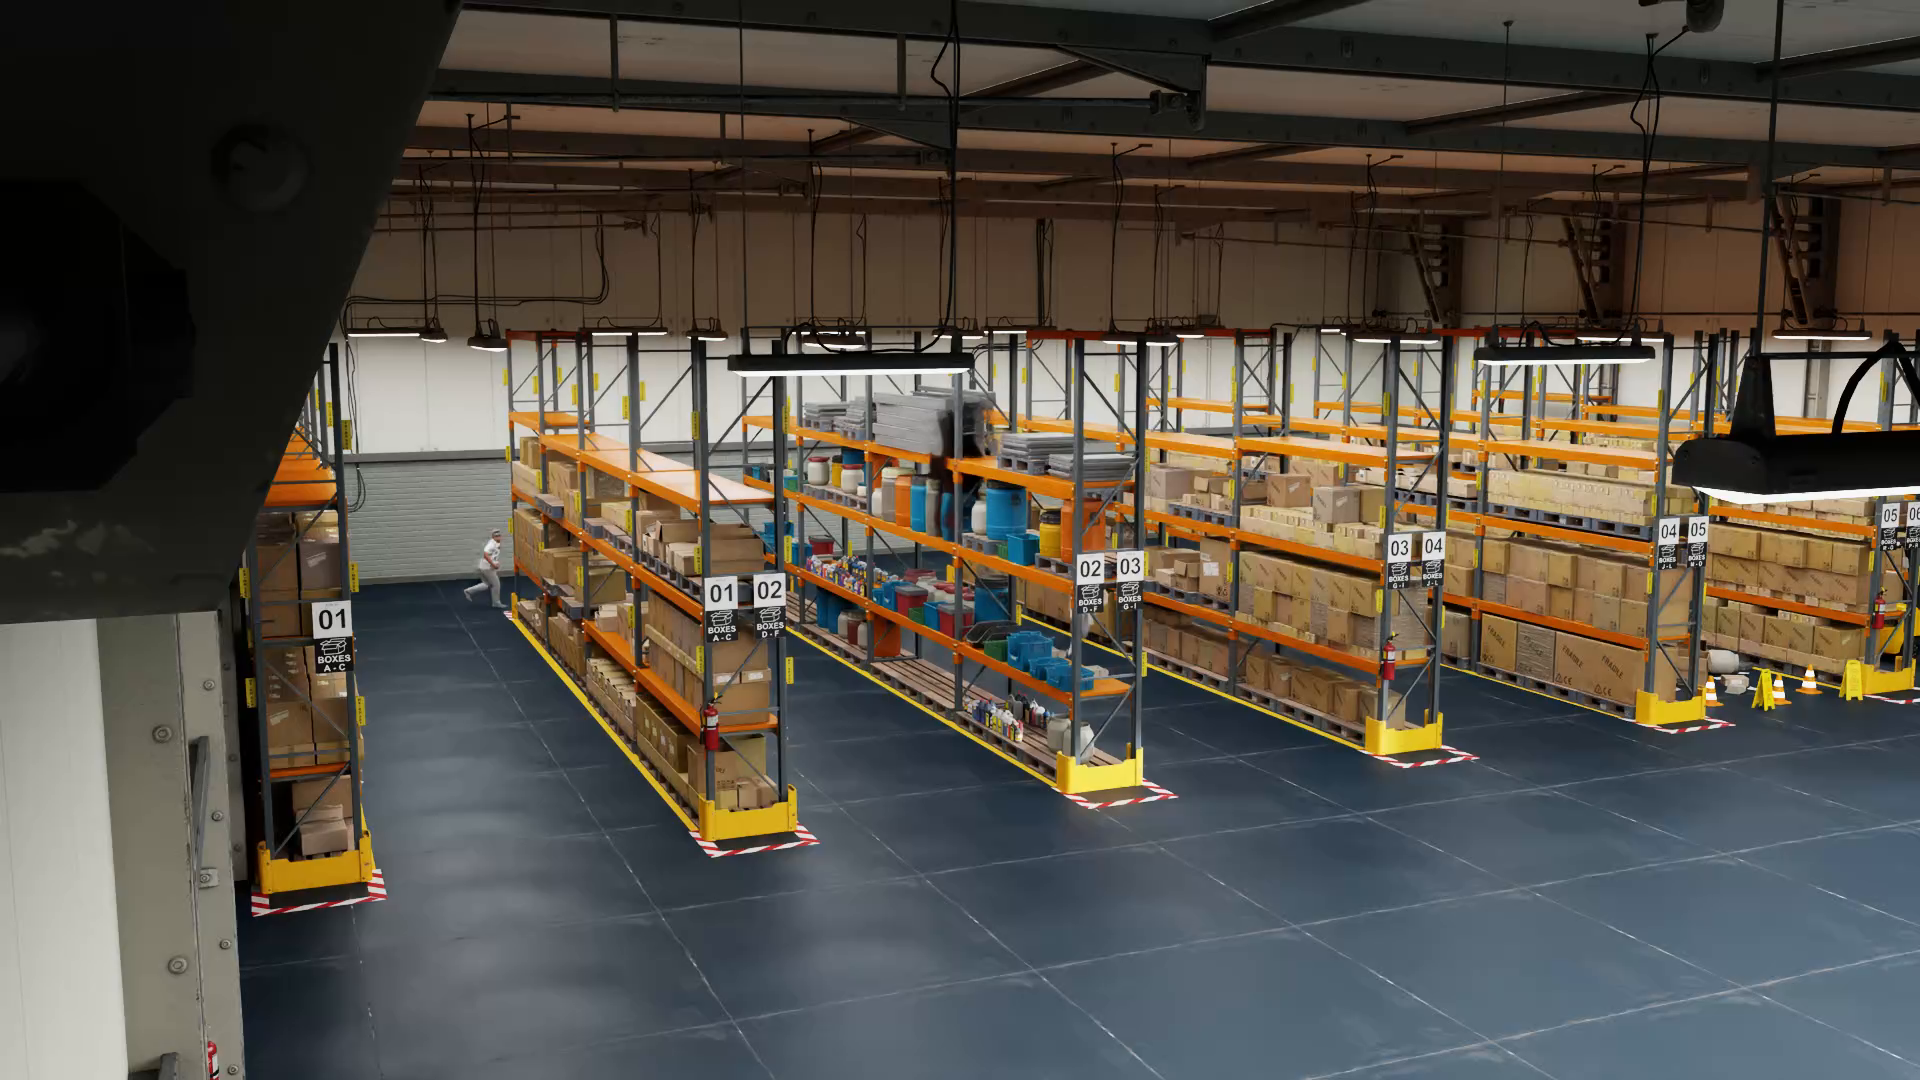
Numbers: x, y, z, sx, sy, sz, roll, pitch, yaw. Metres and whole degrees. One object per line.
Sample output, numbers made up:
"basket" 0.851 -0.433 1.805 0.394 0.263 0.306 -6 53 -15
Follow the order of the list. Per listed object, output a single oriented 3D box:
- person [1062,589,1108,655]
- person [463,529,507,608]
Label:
"person" 2.230 1.287 29.407 0.721 1.574 1.045 -1 8 -10
"person" -10.217 0.632 35.772 0.868 1.732 0.656 -2 8 -14
